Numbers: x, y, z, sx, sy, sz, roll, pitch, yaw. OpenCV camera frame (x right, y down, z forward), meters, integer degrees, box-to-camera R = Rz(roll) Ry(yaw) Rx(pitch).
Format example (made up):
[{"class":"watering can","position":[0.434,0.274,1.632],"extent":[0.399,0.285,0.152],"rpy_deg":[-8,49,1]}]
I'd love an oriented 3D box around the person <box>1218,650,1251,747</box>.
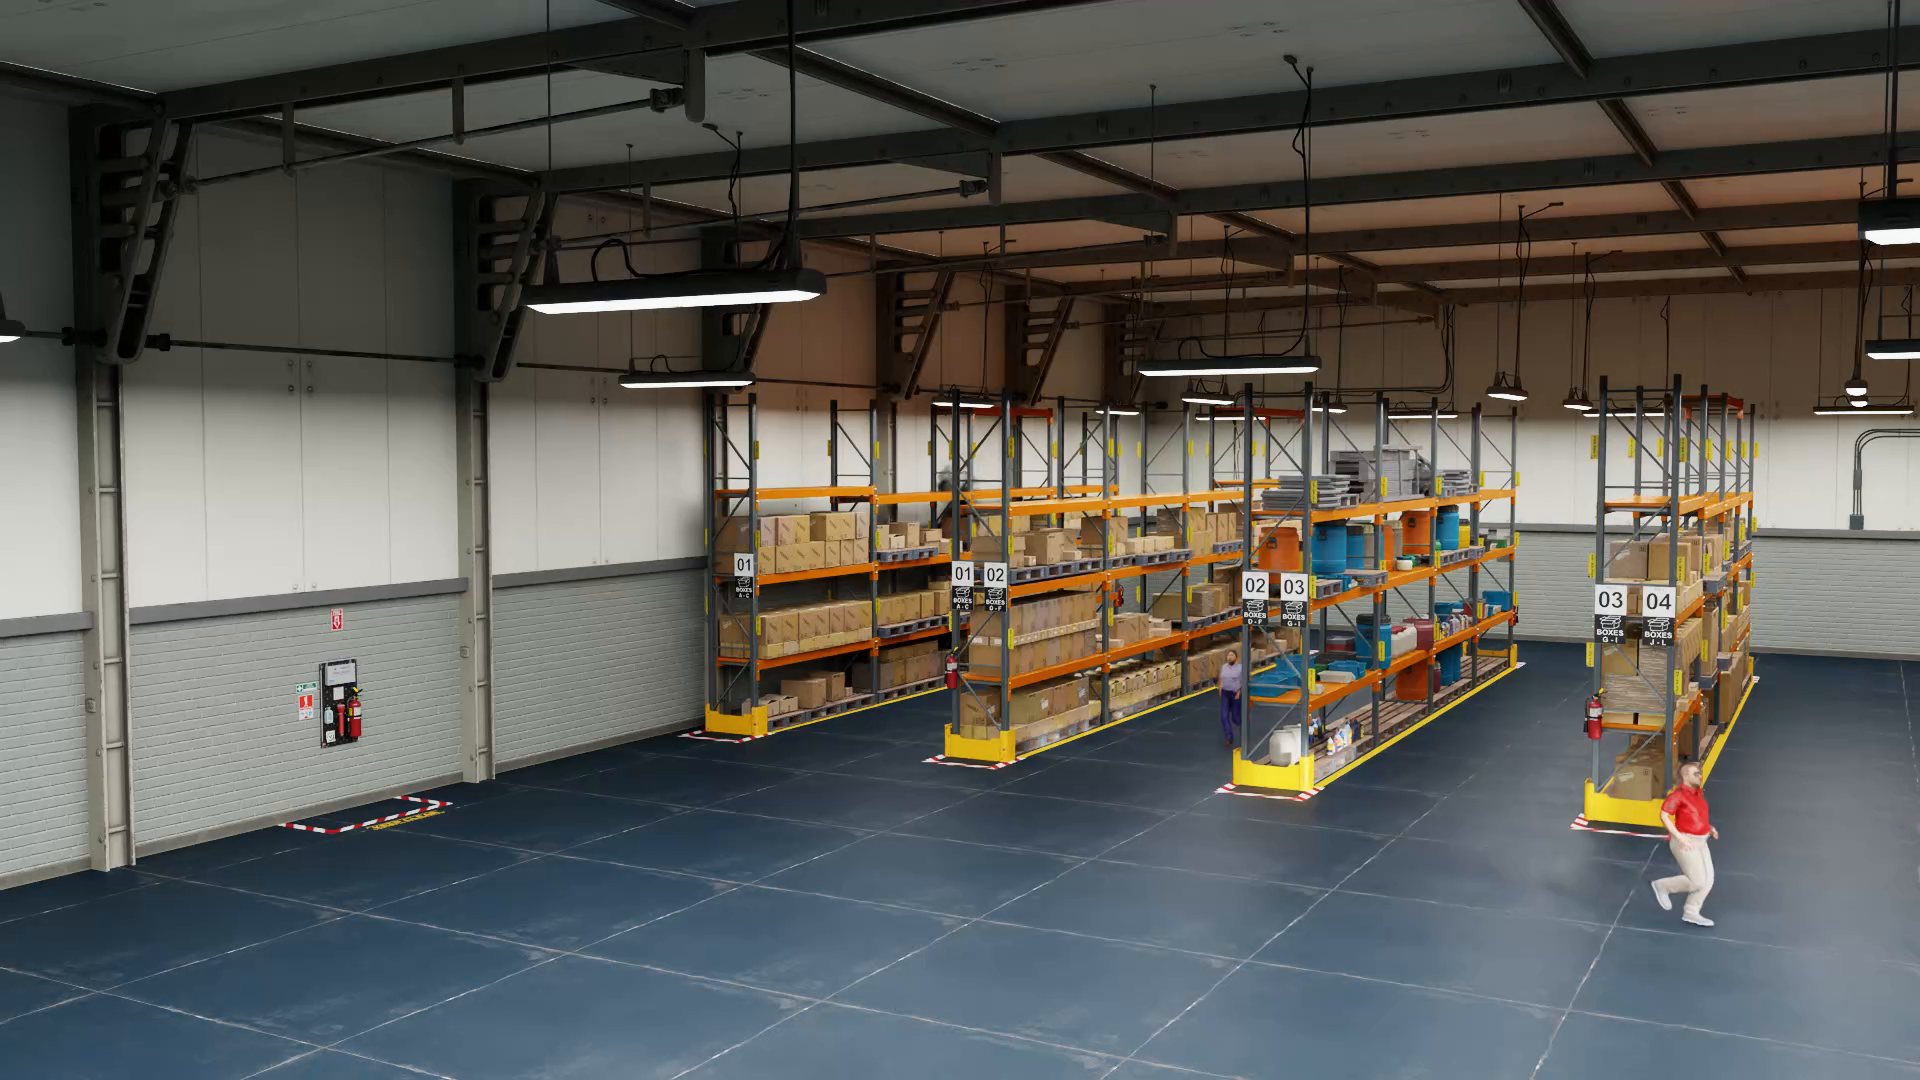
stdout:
[{"class":"person","position":[4.668,2.677,28.329],"extent":[0.617,1.633,0.732],"rpy_deg":[2,4,31]}]

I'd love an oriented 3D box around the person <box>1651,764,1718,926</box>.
[{"class":"person","position":[7.694,3.208,17.615],"extent":[0.679,1.678,0.619],"rpy_deg":[-3,4,-40]}]
